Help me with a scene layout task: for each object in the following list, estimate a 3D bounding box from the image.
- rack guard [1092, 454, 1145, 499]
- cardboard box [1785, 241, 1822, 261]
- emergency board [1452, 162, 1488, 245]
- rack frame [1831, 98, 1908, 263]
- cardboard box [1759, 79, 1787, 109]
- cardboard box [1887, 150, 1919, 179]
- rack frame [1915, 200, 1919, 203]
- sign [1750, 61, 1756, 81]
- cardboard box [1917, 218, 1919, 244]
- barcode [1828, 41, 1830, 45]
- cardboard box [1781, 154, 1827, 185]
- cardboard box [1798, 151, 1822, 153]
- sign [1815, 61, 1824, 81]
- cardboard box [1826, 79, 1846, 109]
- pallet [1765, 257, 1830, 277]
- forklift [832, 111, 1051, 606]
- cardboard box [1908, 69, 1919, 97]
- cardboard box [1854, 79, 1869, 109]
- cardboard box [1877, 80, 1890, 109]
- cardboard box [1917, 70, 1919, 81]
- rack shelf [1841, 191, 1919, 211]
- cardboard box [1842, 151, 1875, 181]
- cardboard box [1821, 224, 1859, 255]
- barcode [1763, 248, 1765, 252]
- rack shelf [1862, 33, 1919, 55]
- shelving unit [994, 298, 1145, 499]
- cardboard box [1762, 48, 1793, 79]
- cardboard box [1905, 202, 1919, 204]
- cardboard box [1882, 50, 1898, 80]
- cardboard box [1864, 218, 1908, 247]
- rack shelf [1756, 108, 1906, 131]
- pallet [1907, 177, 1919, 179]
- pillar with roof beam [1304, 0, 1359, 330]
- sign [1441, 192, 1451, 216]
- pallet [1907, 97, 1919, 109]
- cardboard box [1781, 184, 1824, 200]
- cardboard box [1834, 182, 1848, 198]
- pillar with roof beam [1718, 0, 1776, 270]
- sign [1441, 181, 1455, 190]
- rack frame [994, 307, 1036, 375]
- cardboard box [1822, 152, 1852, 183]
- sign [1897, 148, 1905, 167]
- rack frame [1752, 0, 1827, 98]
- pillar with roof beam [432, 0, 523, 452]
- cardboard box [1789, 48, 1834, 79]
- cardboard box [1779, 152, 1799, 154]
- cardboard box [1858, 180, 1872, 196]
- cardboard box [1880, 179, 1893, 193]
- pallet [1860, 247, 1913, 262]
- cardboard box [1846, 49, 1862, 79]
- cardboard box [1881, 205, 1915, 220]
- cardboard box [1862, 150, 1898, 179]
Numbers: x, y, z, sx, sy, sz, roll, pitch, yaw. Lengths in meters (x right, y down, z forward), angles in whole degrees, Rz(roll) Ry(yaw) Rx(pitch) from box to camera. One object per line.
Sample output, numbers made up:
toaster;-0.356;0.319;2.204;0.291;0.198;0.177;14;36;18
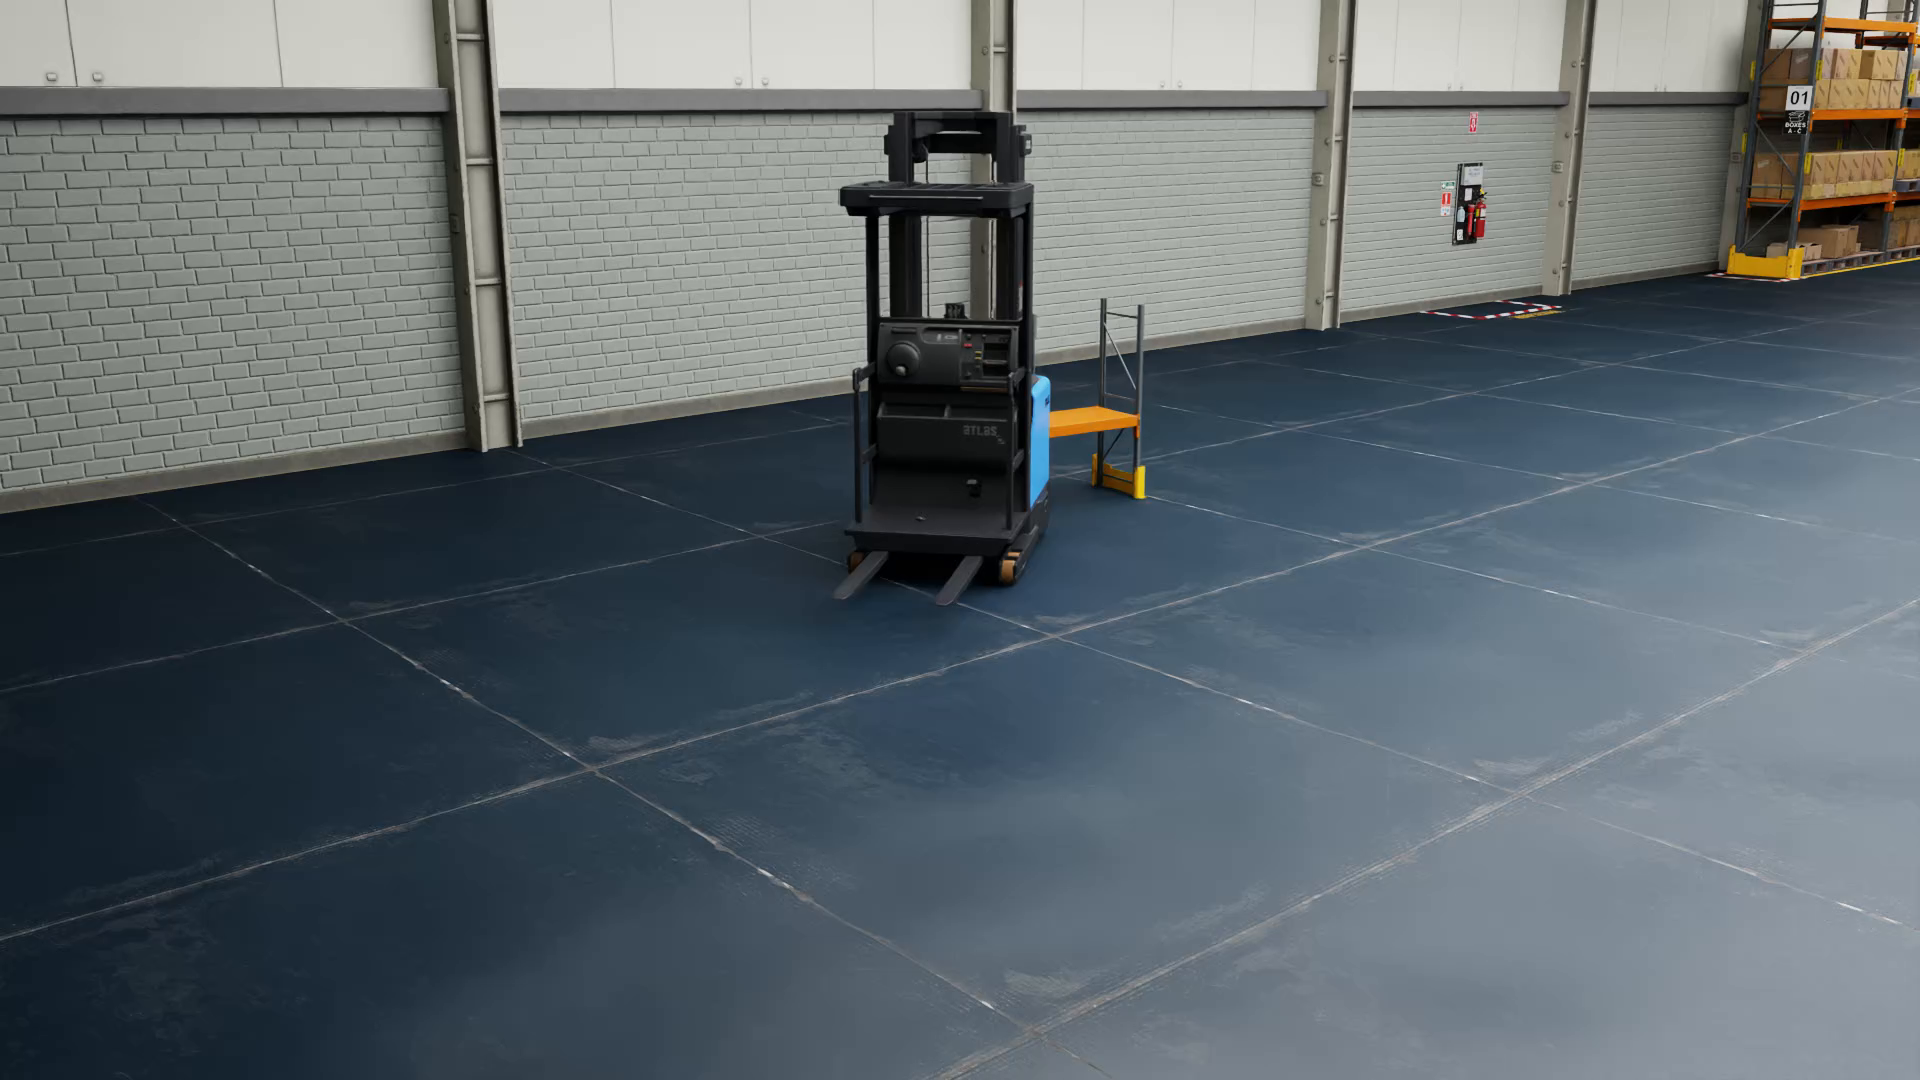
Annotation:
rack guard;1.250;-0.508;13.167;0.087;0.250;0.587;-10;18;-32
cardboard box;14.993;-5.175;29.670;0.500;0.311;0.500;-11;18;-35
emergency board;7.527;-4.925;24.375;0.643;1.169;0.194;-13;19;-39
rack frame;17.000;-6.743;31.182;0.127;3.000;1.000;-13;19;-39
cardboard box;14.131;-7.693;28.692;0.500;0.500;0.500;-11;18;-35
cardboard box;17.832;-7.177;31.759;0.500;0.500;0.700;-10;18;-34
rack frame;20.017;-7.421;33.719;0.127;3.000;1.000;-13;19;-39
sign;13.633;-8.054;28.561;0.005;0.325;0.100;-13;19;-39
cardboard box;18.687;-6.139;32.912;0.500;0.500;0.700;-13;20;-40
barcode;15.669;-8.958;29.981;0.075;0.075;0.001;-13;19;-39
cardboard box;14.539;-6.387;28.649;0.500;0.500;0.500;-13;19;-39
cardboard box;15.351;-6.743;29.981;0.500;0.500;0.500;-12;19;-39
sign;14.338;-7.831;27.750;0.005;0.325;0.100;-13;19;-39
cardboard box;14.827;-7.665;28.587;0.500;0.500;0.500;-11;19;-36
pallet;14.675;-4.862;29.543;1.213;0.211;1.003;-13;19;-39
forklift;-0.119;-1.228;10.667;1.130;2.935;3.031;3;15;11
cardboard box;17.465;-8.521;31.016;0.500;0.500;0.500;-9;18;-32
cardboard box;15.606;-7.848;29.274;0.500;0.500;0.500;-11;19;-36
cardboard box;16.391;-8.033;29.967;0.500;0.500;0.500;14;20;42
cardboard box;18.395;-8.729;31.798;0.500;0.500;0.500;-14;20;-41
rack shelf;18.508;-6.734;32.543;4.000;0.370;1.077;-13;19;-39
cardboard box;16.086;-6.733;29.944;0.500;0.500;0.500;-13;20;-41
cardboard box;16.243;-5.564;30.760;0.500;0.500;0.500;14;21;43
barcode;14.314;-5.164;29.610;0.075;0.075;0.001;-13;19;-39
rack shelf;18.508;-9.439;31.821;4.000;0.370;1.077;-13;19;-39
shelving unit;0.834;-1.041;12.741;1.083;1.500;0.587;-10;18;-32
cardboard box;14.136;-8.180;28.577;0.500;0.500;0.500;-12;19;-37
cardboard box;19.037;-6.571;33.077;0.500;0.250;0.500;-12;19;-38
cardboard box;16.391;-8.500;29.778;0.500;0.500;0.500;-11;19;-36
cardboard box;17.901;-5.973;32.291;0.500;0.500;0.700;-13;20;-40
rack shelf;15.491;-7.506;29.619;4.000;0.370;1.077;-13;19;-39
pallet;18.551;-6.985;32.458;1.213;0.211;1.003;-13;19;-39
pillar with roof beam;7.716;-6.380;18.197;0.400;9.000;9.100;-13;19;-39
sign;7.042;-4.868;24.095;0.234;0.329;0.001;-13;19;-39
pallet;17.535;-8.185;31.133;1.003;0.211;1.213;-13;19;-39
cardboard box;14.559;-6.024;28.740;0.500;0.250;0.500;-13;20;-41
cardboard box;15.329;-6.199;29.398;0.500;0.250;0.500;-13;20;-40
pillar with roof beam;16.768;-8.413;25.808;0.400;9.000;9.100;-13;19;-39
sign;7.051;-5.124;24.023;0.331;0.109;0.001;-13;19;-39
rack frame;0.402;-0.968;12.466;0.032;1.500;0.500;-10;18;-32
cardboard box;15.313;-6.555;29.278;0.500;0.500;0.500;-13;20;-41
sign;17.362;-7.057;30.680;0.005;0.325;0.100;-13;19;-39
rack frame;13.982;-8.964;27.871;0.127;3.000;1.000;-13;19;-39
pillar with roof beam;-1.337;-4.347;10.587;0.400;9.000;9.100;-13;19;-39
cardboard box;14.432;-8.074;28.181;0.500;0.500;0.500;14;21;43
cardboard box;14.584;-6.570;29.331;0.500;0.500;0.500;-12;19;-39
cardboard box;16.091;-6.370;30.037;0.500;0.250;0.500;-13;20;-40
cardboard box;16.841;-6.541;30.677;0.500;0.250;0.500;-13;19;-39
pallet;17.586;-5.528;32.037;1.213;0.211;1.003;-13;19;-39
cardboard box;15.223;-8.238;28.795;0.500;0.500;0.500;-12;19;-38
cardboard box;18.264;-6.402;32.444;0.500;0.250;0.500;-13;20;-41
cardboard box;16.846;-6.902;30.577;0.500;0.500;0.500;-13;20;-39
